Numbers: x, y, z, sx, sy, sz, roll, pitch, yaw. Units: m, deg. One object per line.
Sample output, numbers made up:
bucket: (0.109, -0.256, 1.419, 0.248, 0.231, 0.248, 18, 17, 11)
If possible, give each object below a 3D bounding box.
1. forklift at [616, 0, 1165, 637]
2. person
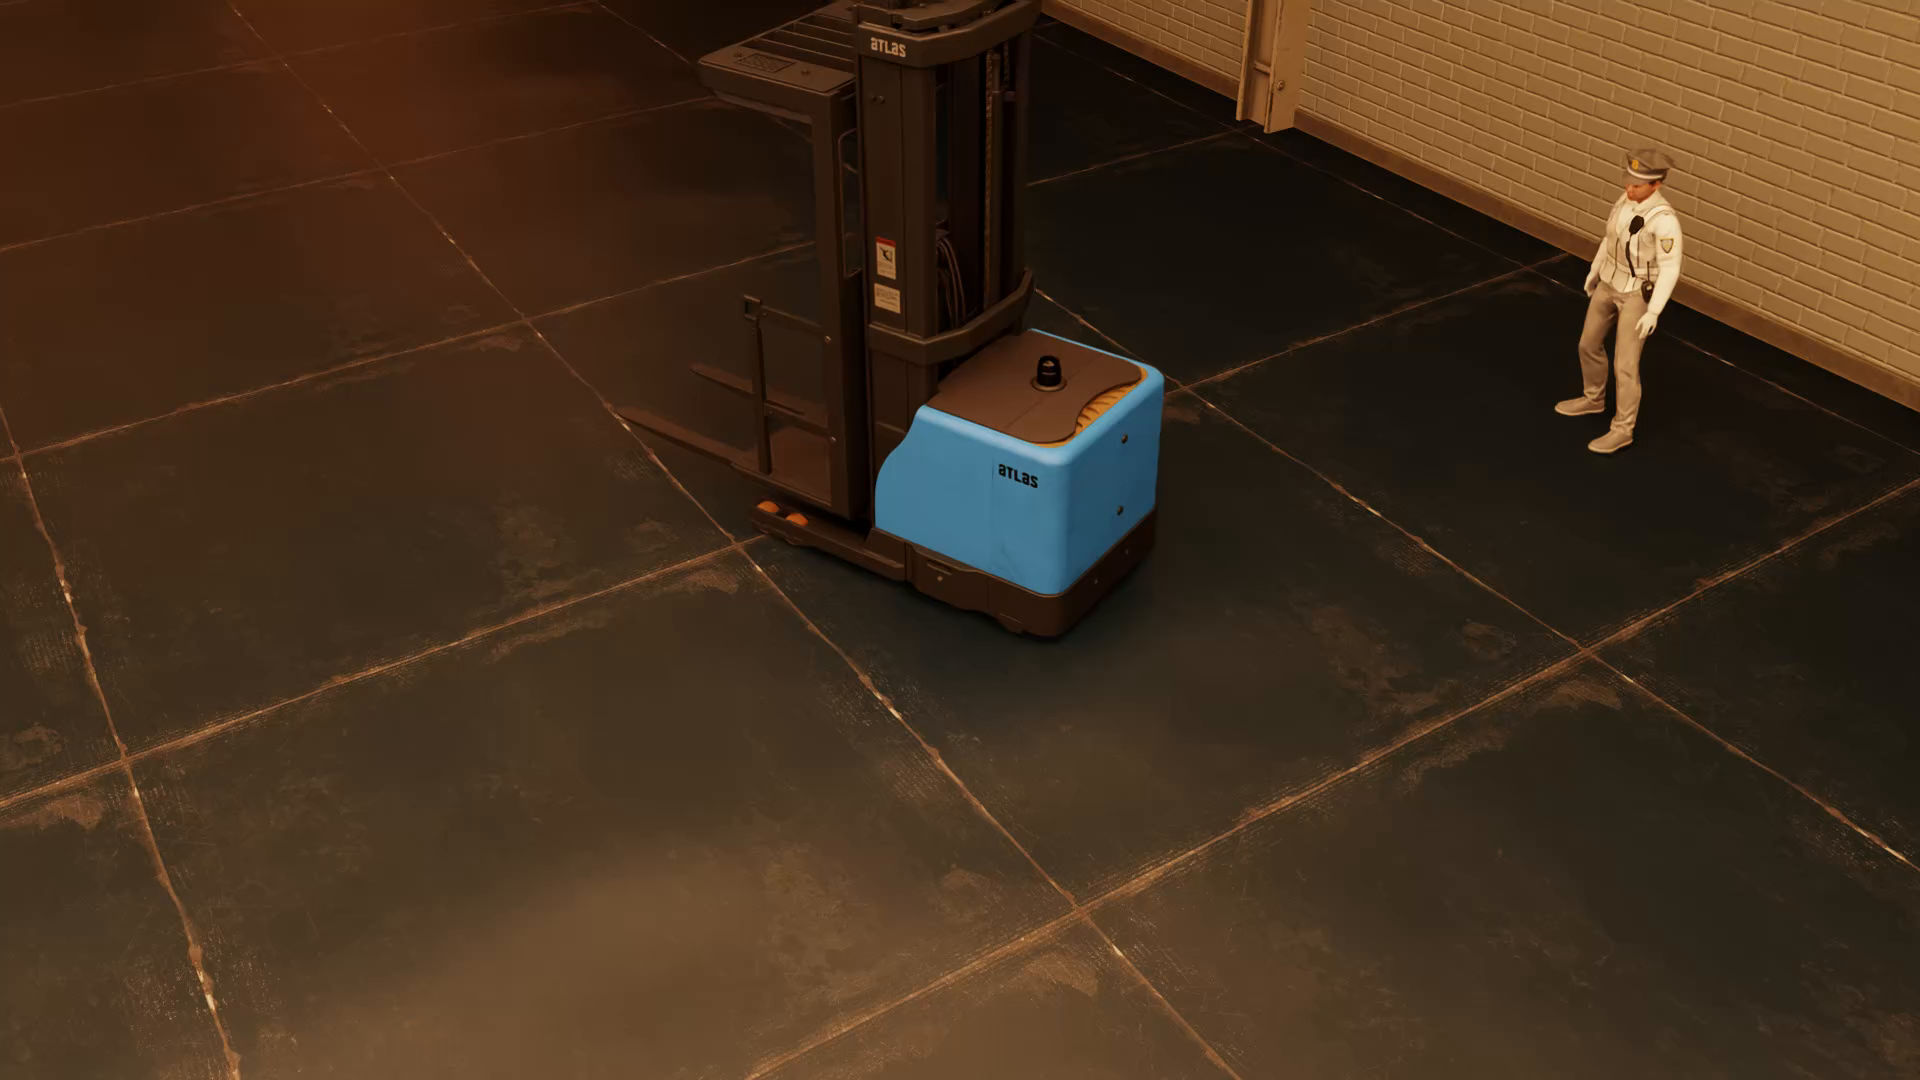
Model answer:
forklift: (-0.500, -1.399, 8.138, 3.031, 2.935, 1.130, 22, 41, 28)
person: (3.668, -1.357, 9.194, 0.388, 1.654, 0.657, -10, 36, -14)
